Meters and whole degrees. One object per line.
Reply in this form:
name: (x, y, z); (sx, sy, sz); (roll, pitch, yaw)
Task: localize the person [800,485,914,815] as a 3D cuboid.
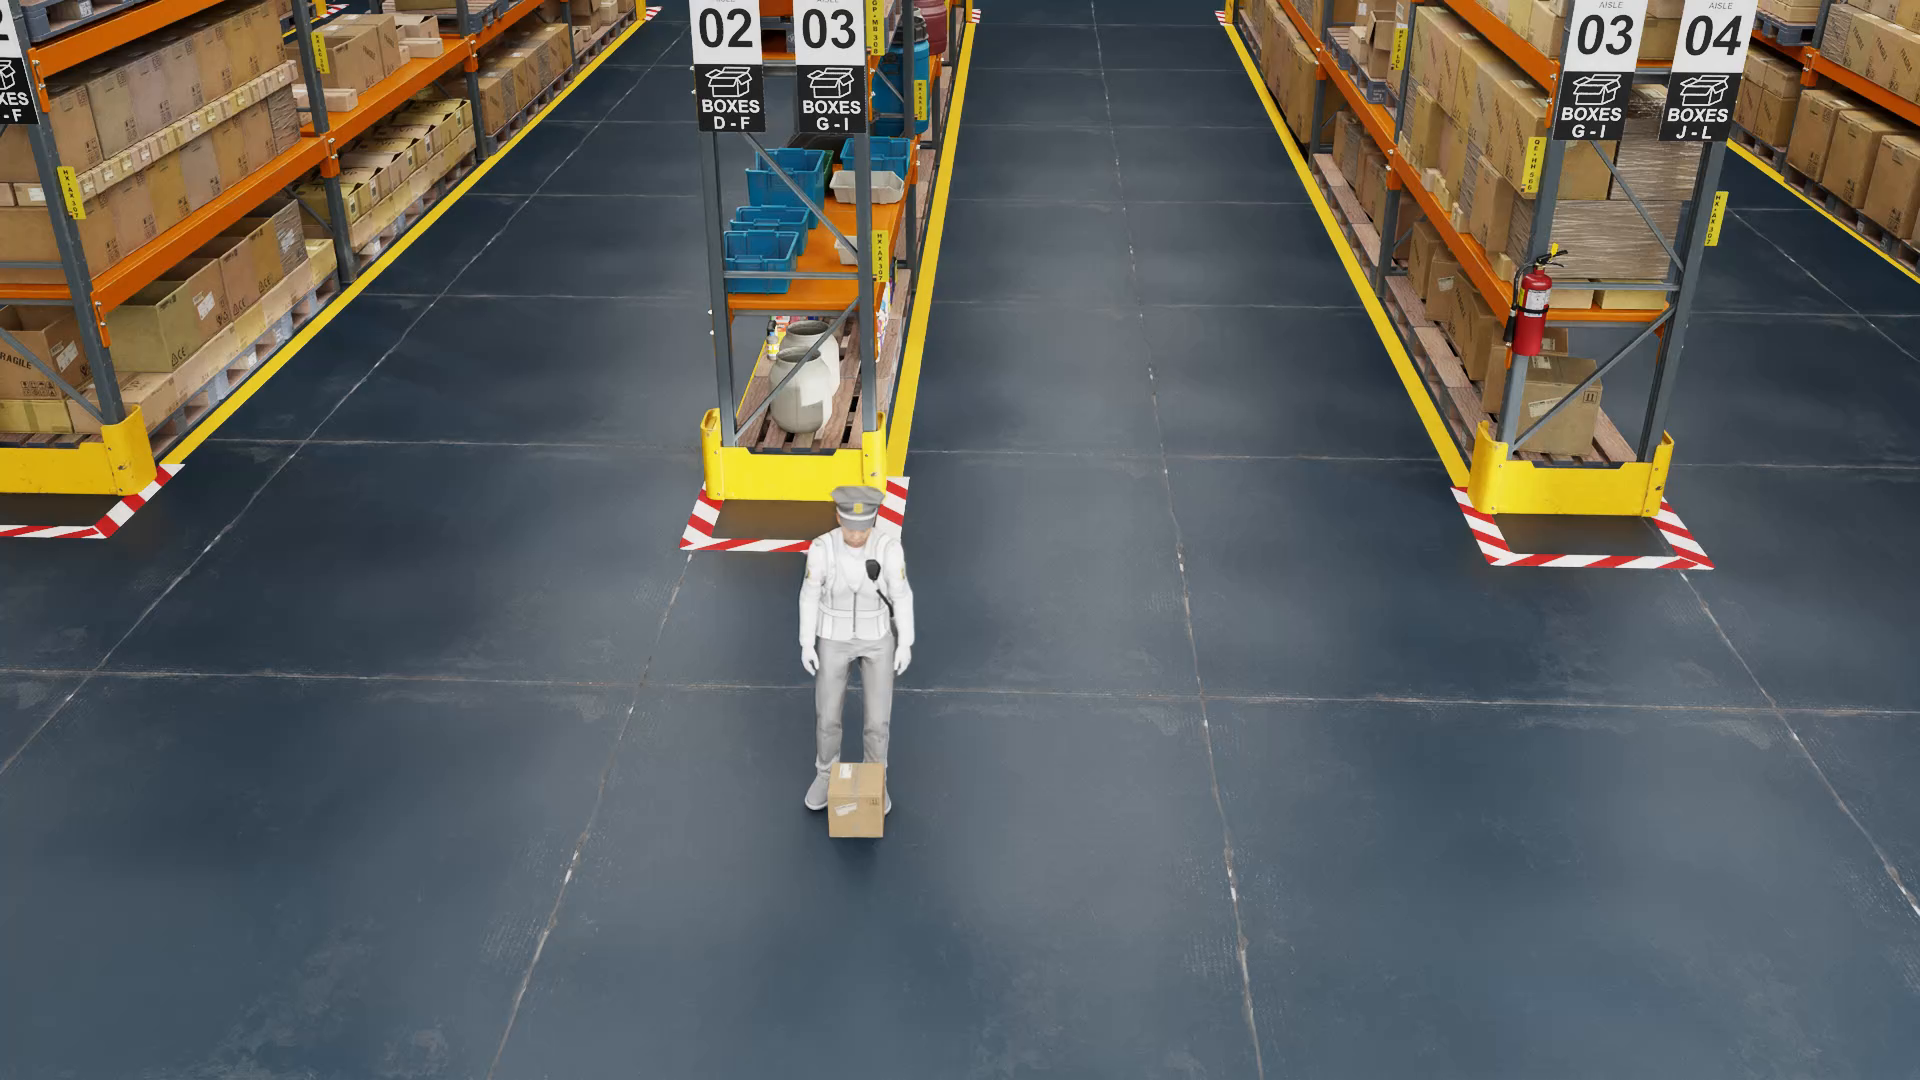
person: (-0.479, 0.497, 7.690); (0.537, 1.662, 0.415); (-1, 28, -1)
